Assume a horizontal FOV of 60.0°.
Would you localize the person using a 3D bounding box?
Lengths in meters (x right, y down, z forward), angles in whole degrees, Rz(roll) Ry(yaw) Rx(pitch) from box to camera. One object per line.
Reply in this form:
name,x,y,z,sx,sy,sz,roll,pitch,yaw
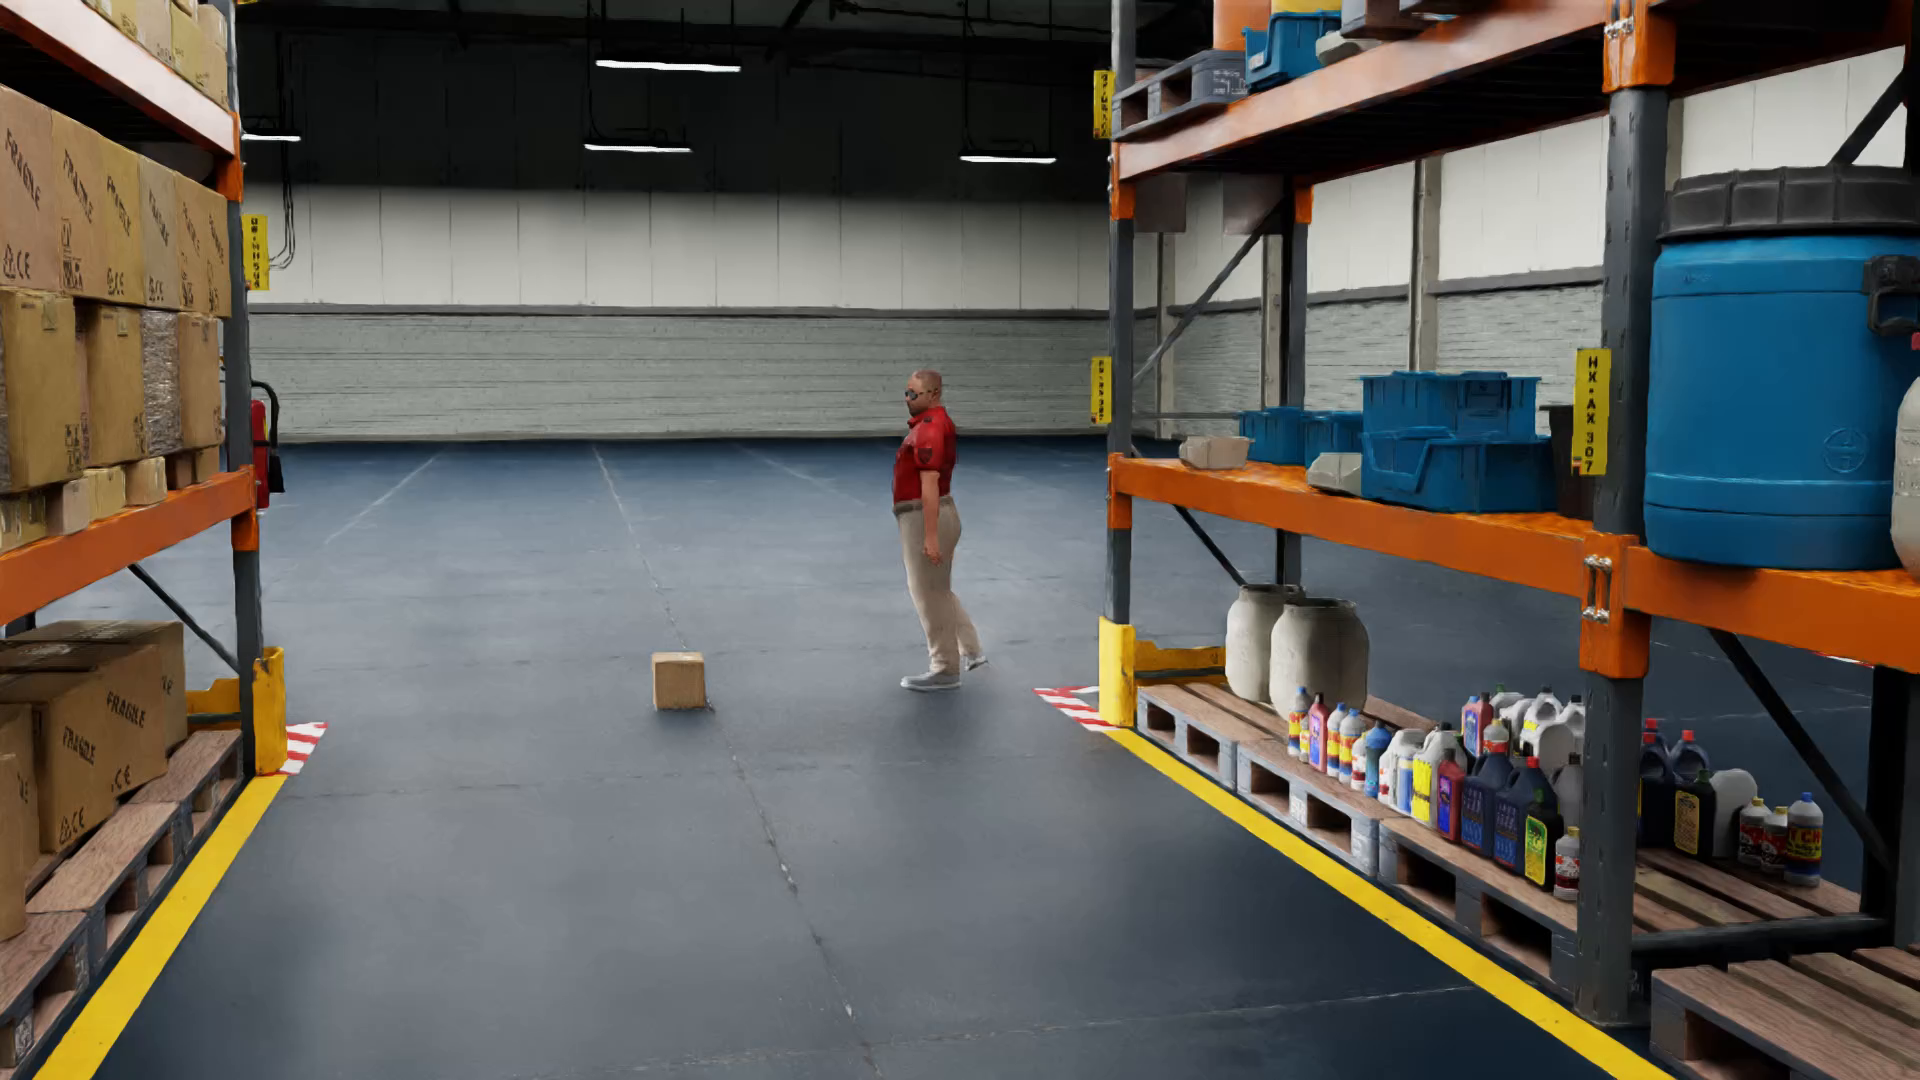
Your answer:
person,-0.111,-0.065,8.981,0.487,1.718,0.719,1,6,14
